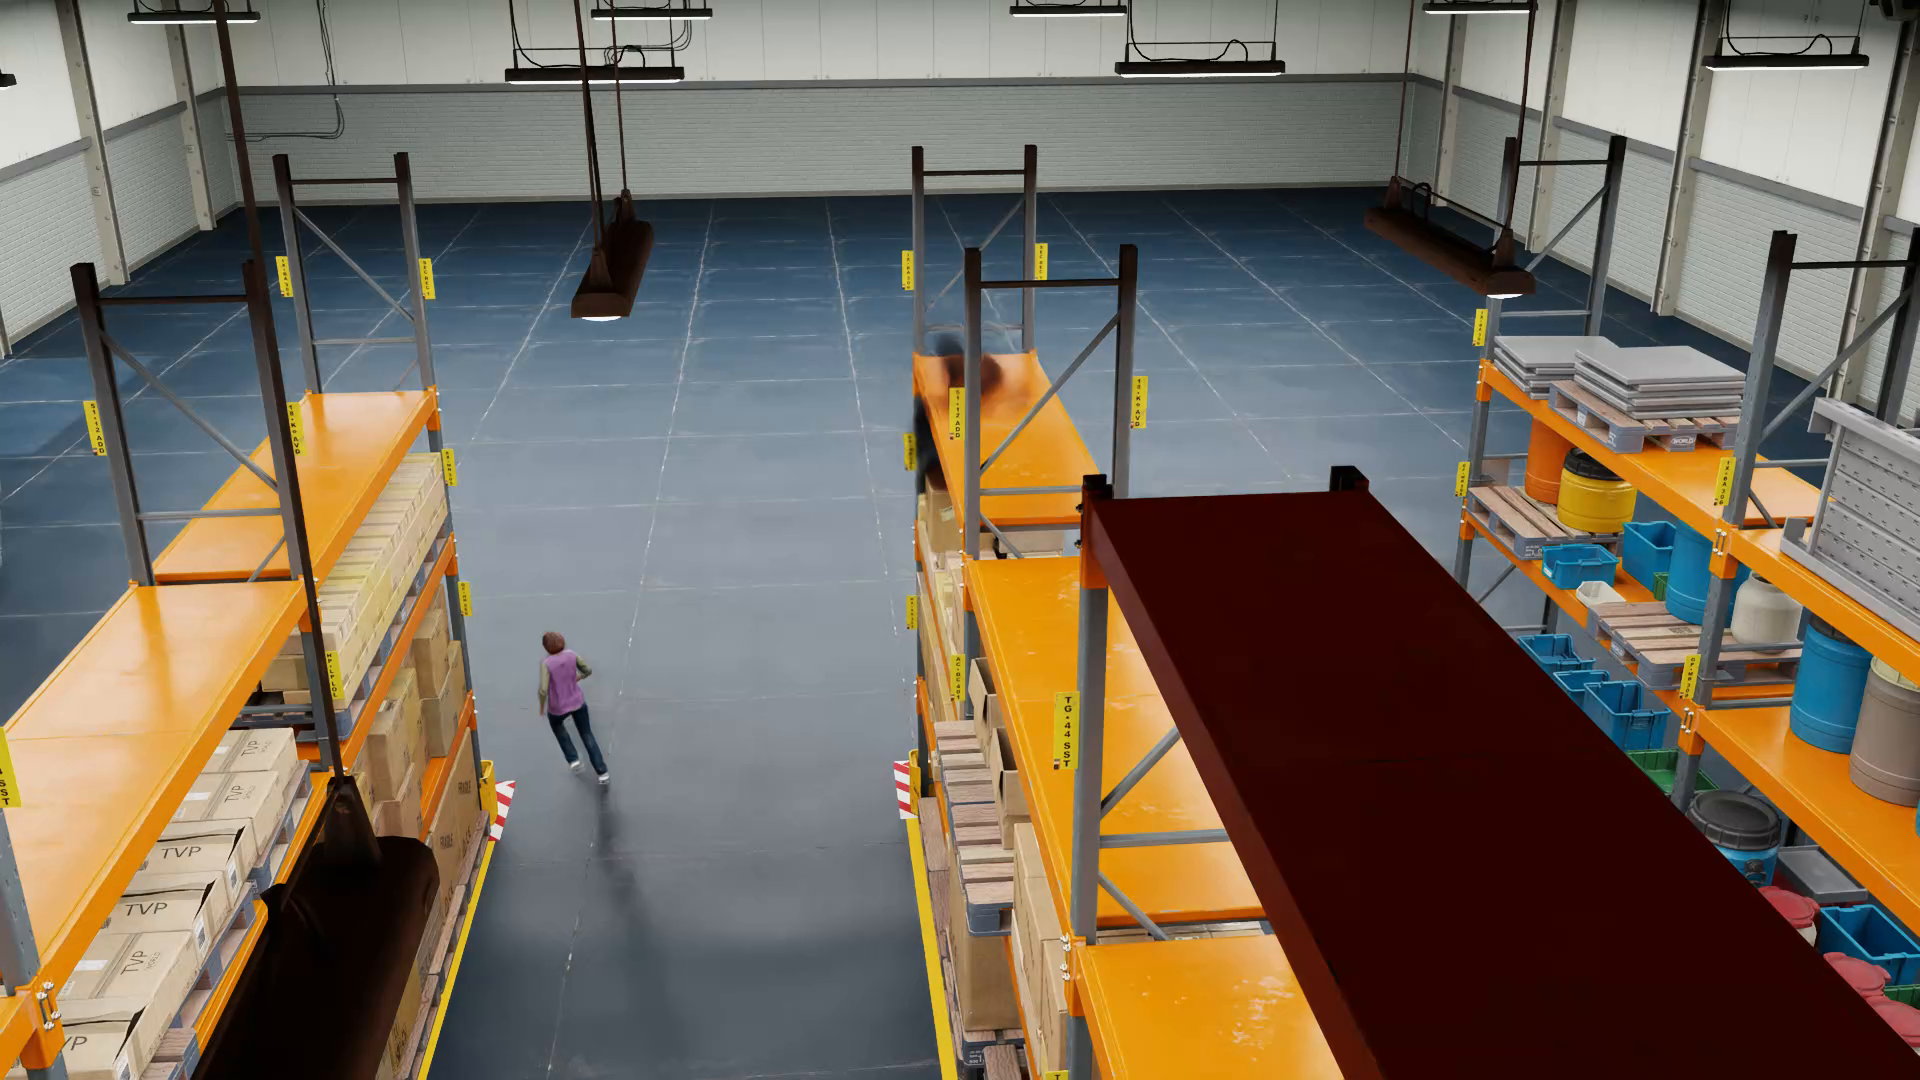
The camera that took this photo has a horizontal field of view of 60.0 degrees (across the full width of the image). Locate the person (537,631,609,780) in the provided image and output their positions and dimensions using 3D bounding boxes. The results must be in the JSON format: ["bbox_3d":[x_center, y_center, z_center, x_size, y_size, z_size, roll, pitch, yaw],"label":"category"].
[{"bbox_3d":[-3.684,1.578,15.536,0.608,1.603,0.630,-14,26,-32],"label":"person"}]
